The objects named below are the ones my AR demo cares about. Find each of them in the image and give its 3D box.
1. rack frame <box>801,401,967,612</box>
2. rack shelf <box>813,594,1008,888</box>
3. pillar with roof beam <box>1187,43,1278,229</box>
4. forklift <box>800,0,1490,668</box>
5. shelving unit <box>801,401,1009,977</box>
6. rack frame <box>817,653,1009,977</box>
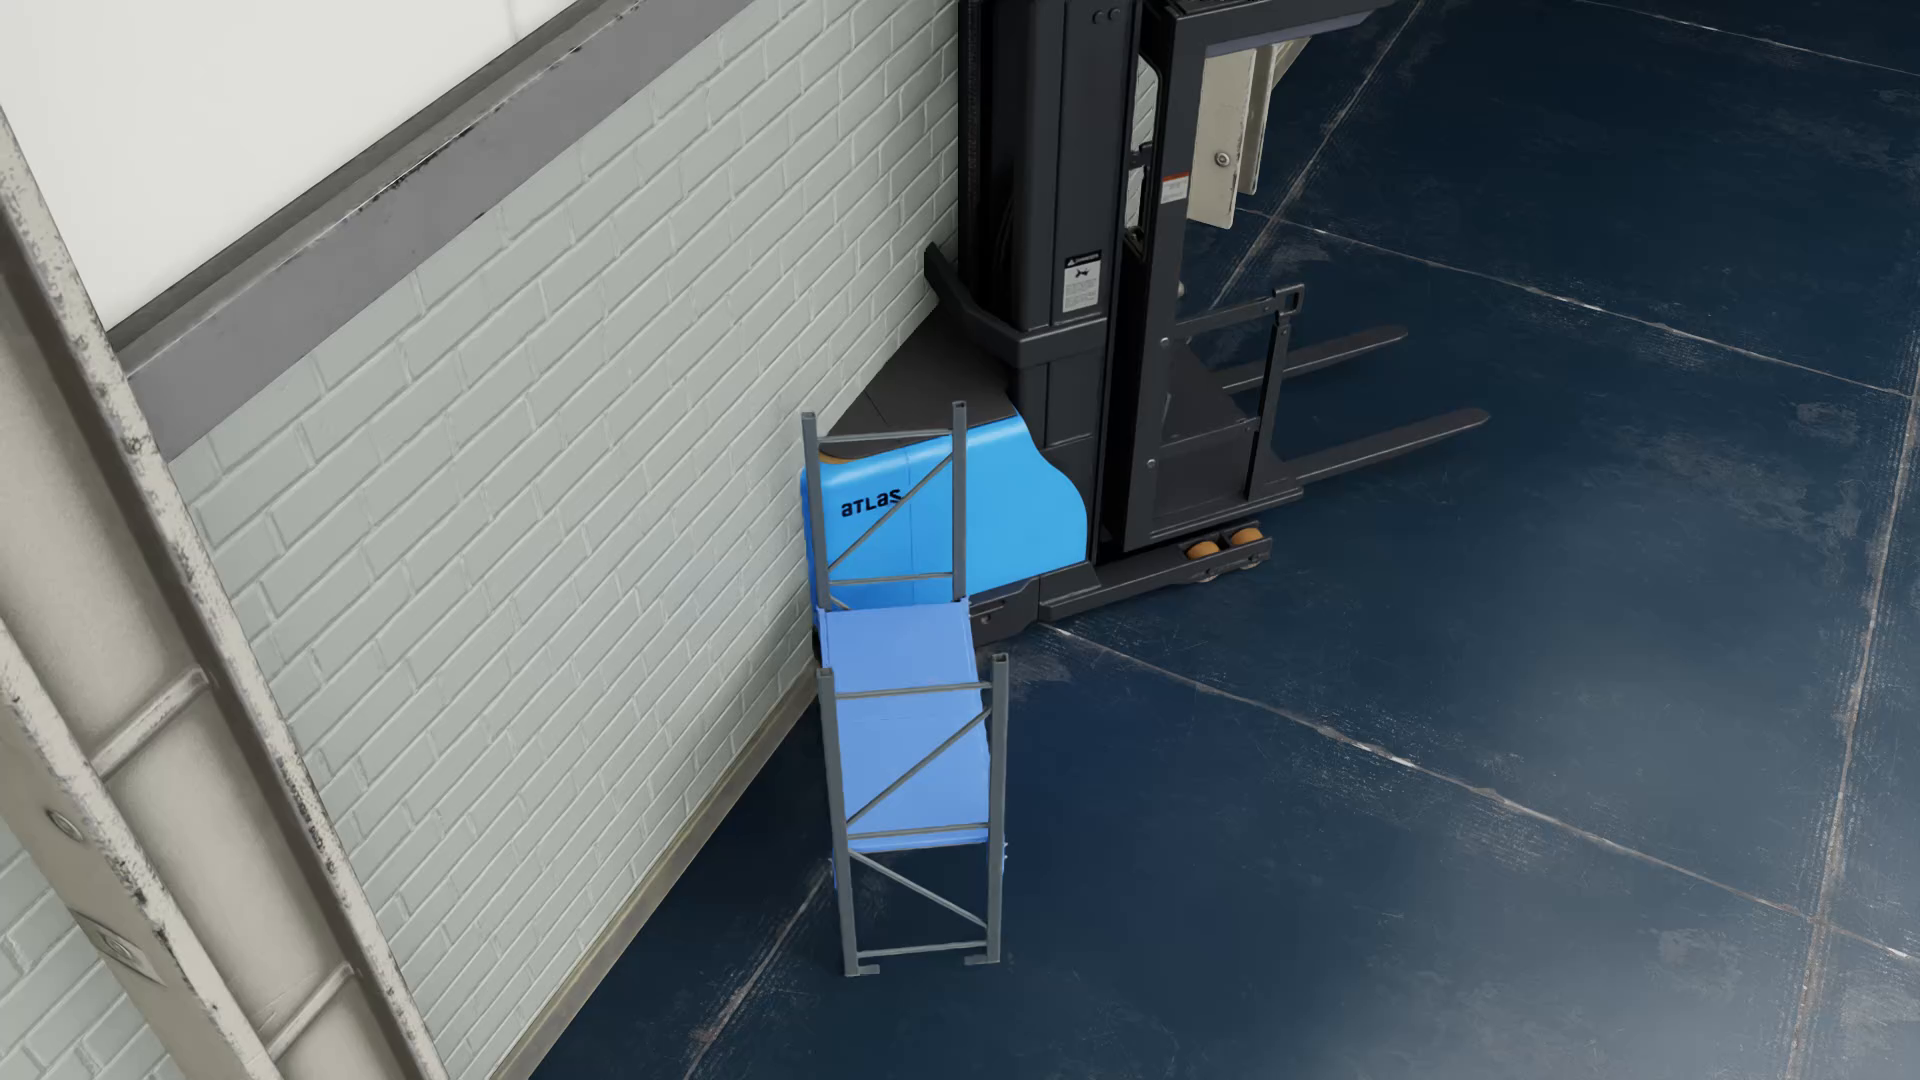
[{"bbox_3d":[-0.230,0.133,5.564,0.500,1.500,0.032,-4,45,-4],"label":"rack frame"},{"bbox_3d":[-0.176,0.619,5.337,0.538,0.185,1.000,-4,45,-4],"label":"rack shelf"},{"bbox_3d":[5.105,-3.463,3.846,9.100,9.000,0.400,20,49,19],"label":"pillar with roof beam"},{"bbox_3d":[0.692,-1.195,5.870,3.031,2.935,1.130,-16,48,-16],"label":"forklift"},{"bbox_3d":[-0.176,0.493,5.209,0.538,1.500,1.048,-4,45,-4],"label":"shelving unit"},{"bbox_3d":[-0.122,0.852,4.853,0.500,1.500,0.032,-4,45,-4],"label":"rack frame"}]
